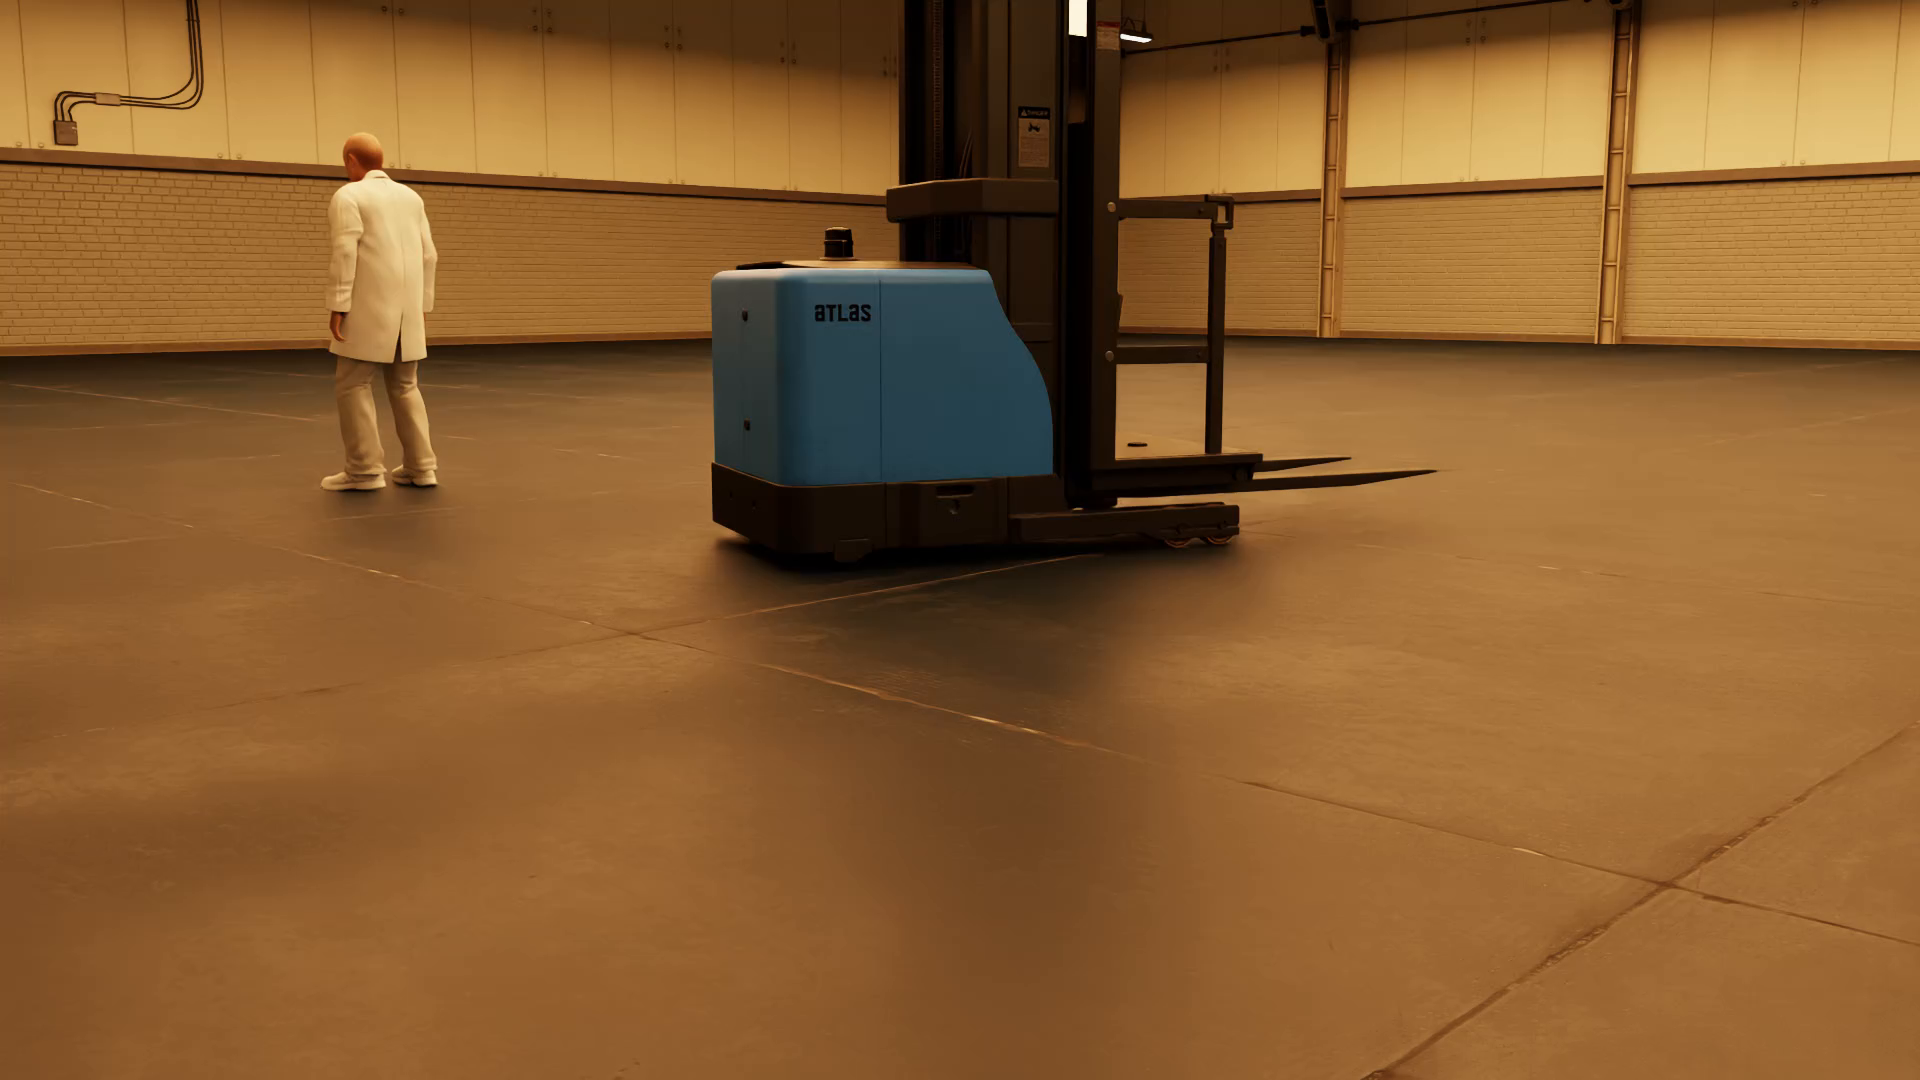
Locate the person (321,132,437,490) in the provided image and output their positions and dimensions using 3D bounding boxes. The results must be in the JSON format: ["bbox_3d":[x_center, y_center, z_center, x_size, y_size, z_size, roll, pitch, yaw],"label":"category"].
[{"bbox_3d":[-2.945,-1.146,8.398,0.455,1.778,0.649,5,10,32],"label":"person"}]

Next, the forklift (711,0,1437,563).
[{"bbox_3d":[0.559,-1.486,6.742,3.031,2.935,1.130,-4,9,-23],"label":"forklift"}]
